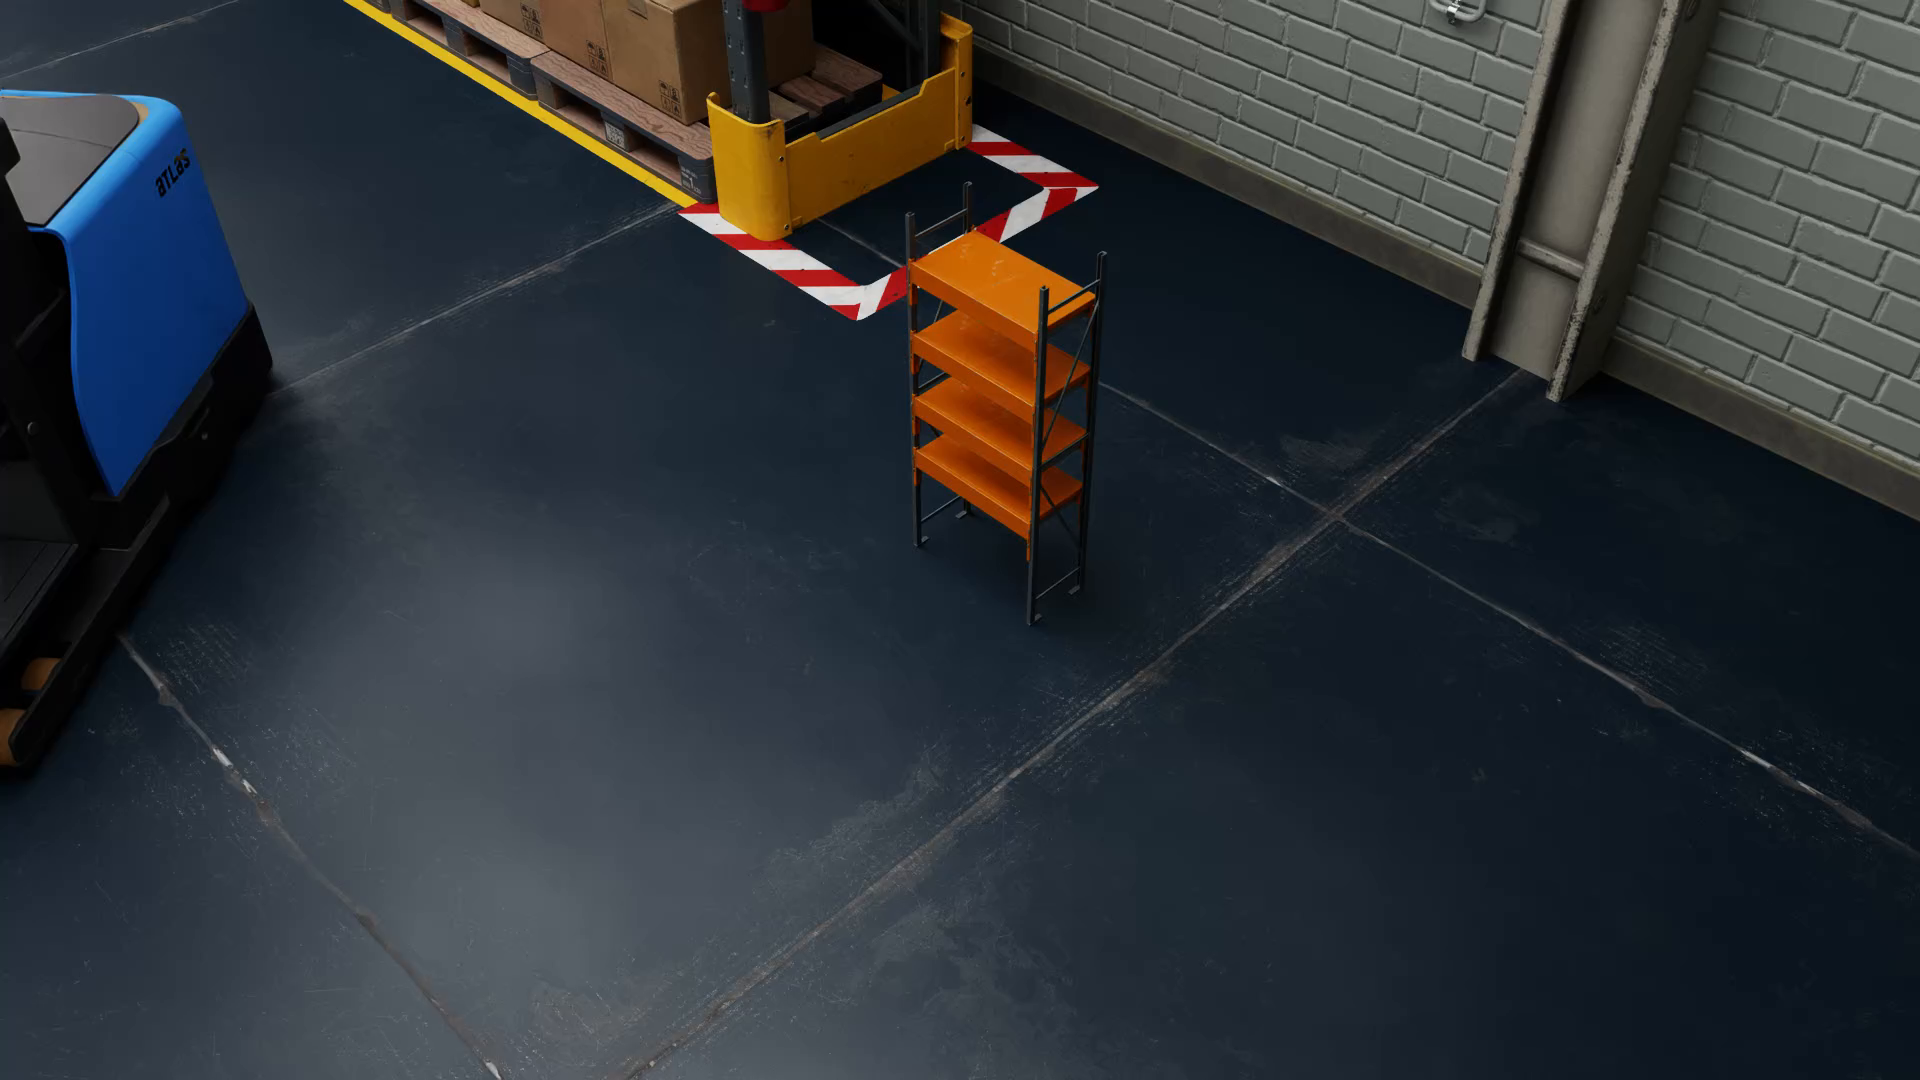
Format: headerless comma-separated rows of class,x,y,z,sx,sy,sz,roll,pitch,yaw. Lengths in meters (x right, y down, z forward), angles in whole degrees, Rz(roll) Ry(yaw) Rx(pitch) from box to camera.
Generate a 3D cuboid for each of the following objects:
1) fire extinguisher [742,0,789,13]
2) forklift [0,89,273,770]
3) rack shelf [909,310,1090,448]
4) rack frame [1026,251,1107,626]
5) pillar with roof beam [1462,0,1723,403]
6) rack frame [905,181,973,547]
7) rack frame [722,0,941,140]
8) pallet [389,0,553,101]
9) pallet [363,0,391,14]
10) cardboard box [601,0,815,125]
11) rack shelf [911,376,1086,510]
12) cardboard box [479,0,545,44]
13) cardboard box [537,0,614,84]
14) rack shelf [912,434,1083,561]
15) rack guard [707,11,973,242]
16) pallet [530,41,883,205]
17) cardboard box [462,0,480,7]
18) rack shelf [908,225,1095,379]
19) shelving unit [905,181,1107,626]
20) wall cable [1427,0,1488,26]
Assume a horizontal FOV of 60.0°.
fire extinguisher,-0.694,-2.167,5.717,0.296,0.674,0.183,-34,53,-31
forklift,-3.052,-0.699,3.846,1.130,2.935,3.031,4,43,4
rack shelf,0.117,-0.476,4.651,0.258,0.148,0.480,-34,53,-31
rack frame,0.289,-0.244,4.630,0.240,1.200,0.015,-34,53,-31
pillar with roof beam,-1.003,-1.883,0.657,9.100,9.000,0.400,-34,53,-31
rack frame,-0.055,-0.478,4.884,0.240,1.200,0.015,-34,53,-31
rack frame,-0.474,-2.626,5.882,1.000,3.000,0.127,-34,53,-31
pallet,-1.951,-2.535,7.838,1.003,0.211,1.213,-34,53,-31
pallet,-2.817,-3.121,8.472,1.003,0.211,1.213,-34,53,-31
cardboard box,-1.039,-2.151,6.900,0.700,0.500,0.500,-34,53,-31
rack shelf,0.117,-0.312,4.802,0.258,0.148,0.480,-34,53,-31
cardboard box,-1.748,-2.632,7.421,0.500,0.500,0.700,32,52,30
cardboard box,-1.392,-2.391,7.160,0.500,0.500,0.700,34,53,31
rack shelf,0.117,-0.166,4.937,0.258,0.148,0.480,-34,53,-31
rack guard,-0.457,-1.696,6.718,1.175,0.500,0.348,-34,53,-31
pallet,-1.094,-1.949,7.203,1.003,0.211,1.213,-34,53,-31
cardboard box,-2.130,-2.885,7.694,0.700,0.500,0.500,-33,52,-30
rack shelf,0.117,-0.650,4.490,0.258,0.148,0.480,-34,53,-31
shelving unit,0.117,-0.361,4.757,0.258,1.200,0.503,-34,53,-31
wall cable,1.100,-2.837,5.362,0.084,1.984,1.851,-34,53,-31
